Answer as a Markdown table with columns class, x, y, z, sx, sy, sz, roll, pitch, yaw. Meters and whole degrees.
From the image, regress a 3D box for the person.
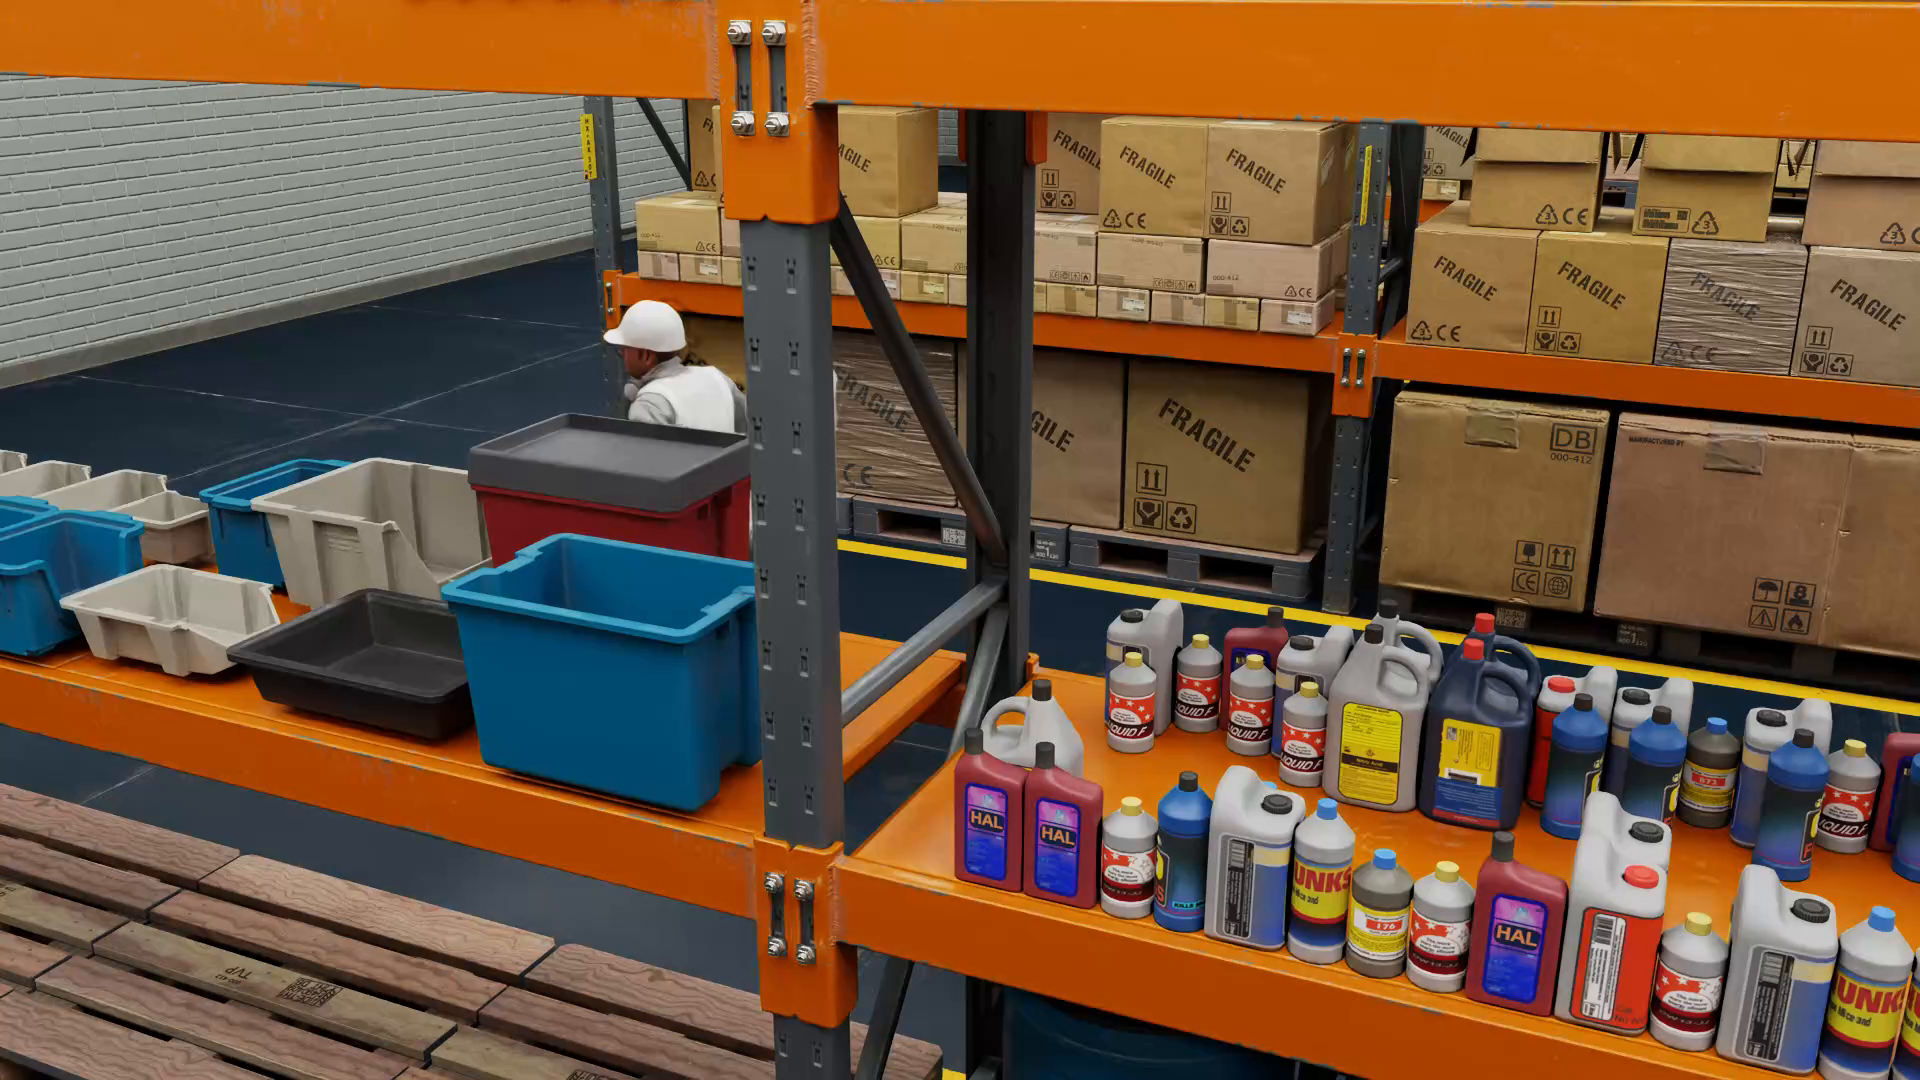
| class | x | y | z | sx | sy | sz | roll | pitch | yaw |
| --- | --- | --- | --- | --- | --- | --- | --- | --- | --- |
| person | -0.992 | -0.043 | 6.244 | 0.596 | 1.712 | 0.684 | 10 | 21 | 26 |
